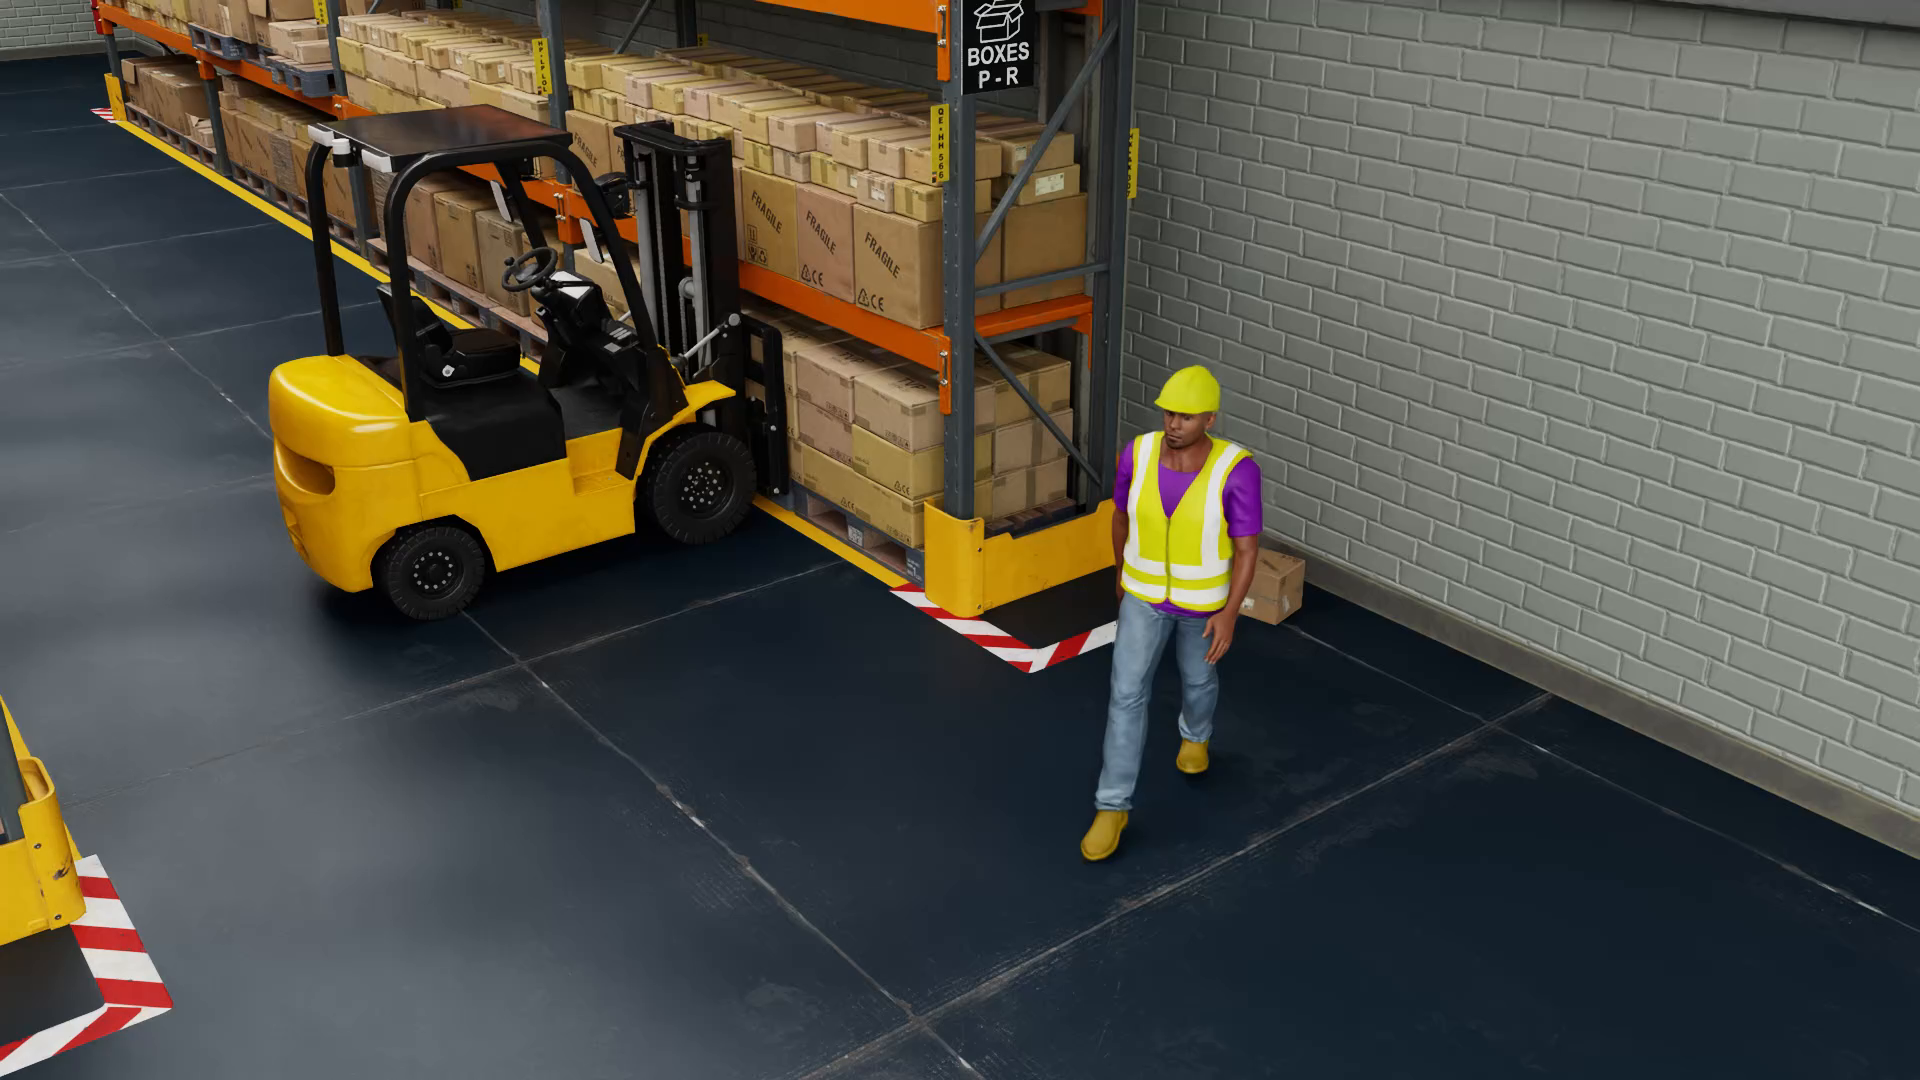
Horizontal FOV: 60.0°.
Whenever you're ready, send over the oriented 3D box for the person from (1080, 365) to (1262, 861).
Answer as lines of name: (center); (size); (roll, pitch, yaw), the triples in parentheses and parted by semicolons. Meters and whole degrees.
person: (0.771, 0.223, 6.051); (0.580, 1.720, 0.979); (9, 26, 19)
